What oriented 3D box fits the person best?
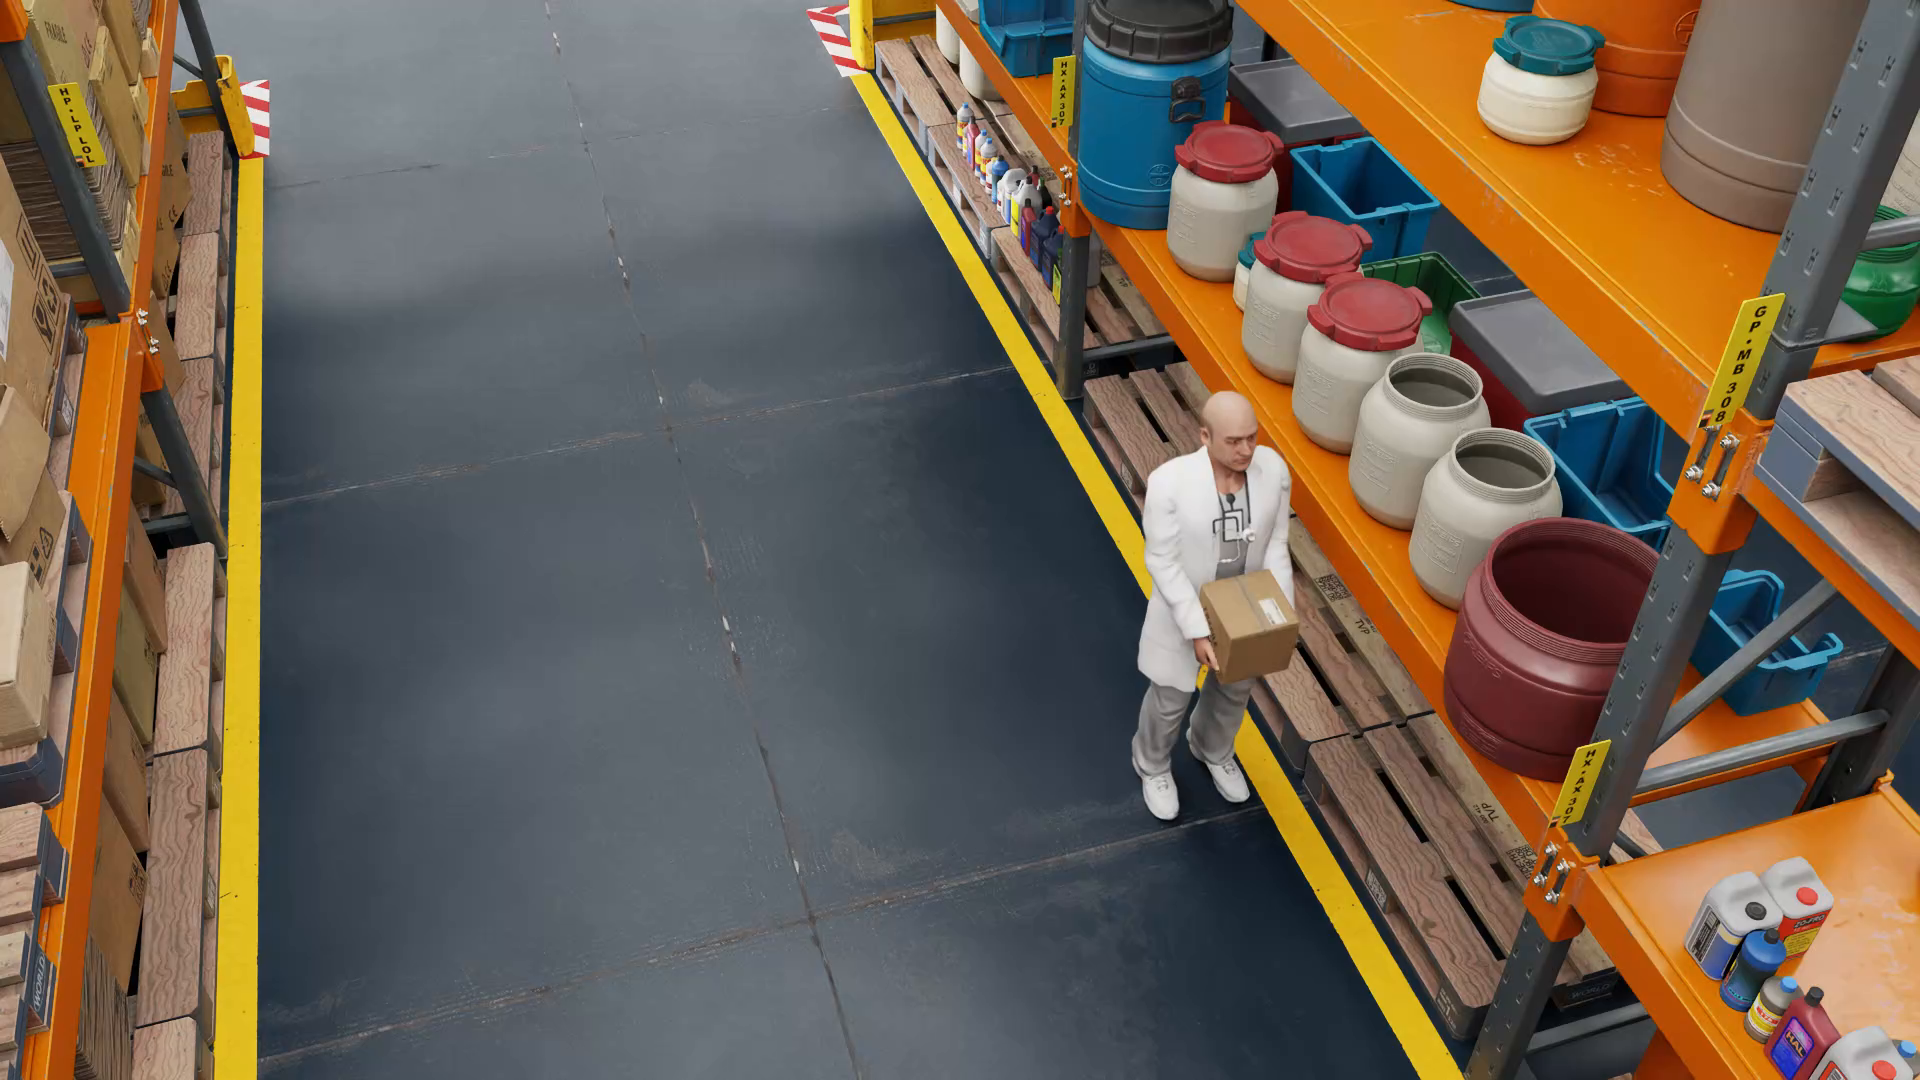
[{"bbox_3d":[0.910,0.305,5.826,0.537,1.777,0.548,-12,43,-13],"label":"person"}]
